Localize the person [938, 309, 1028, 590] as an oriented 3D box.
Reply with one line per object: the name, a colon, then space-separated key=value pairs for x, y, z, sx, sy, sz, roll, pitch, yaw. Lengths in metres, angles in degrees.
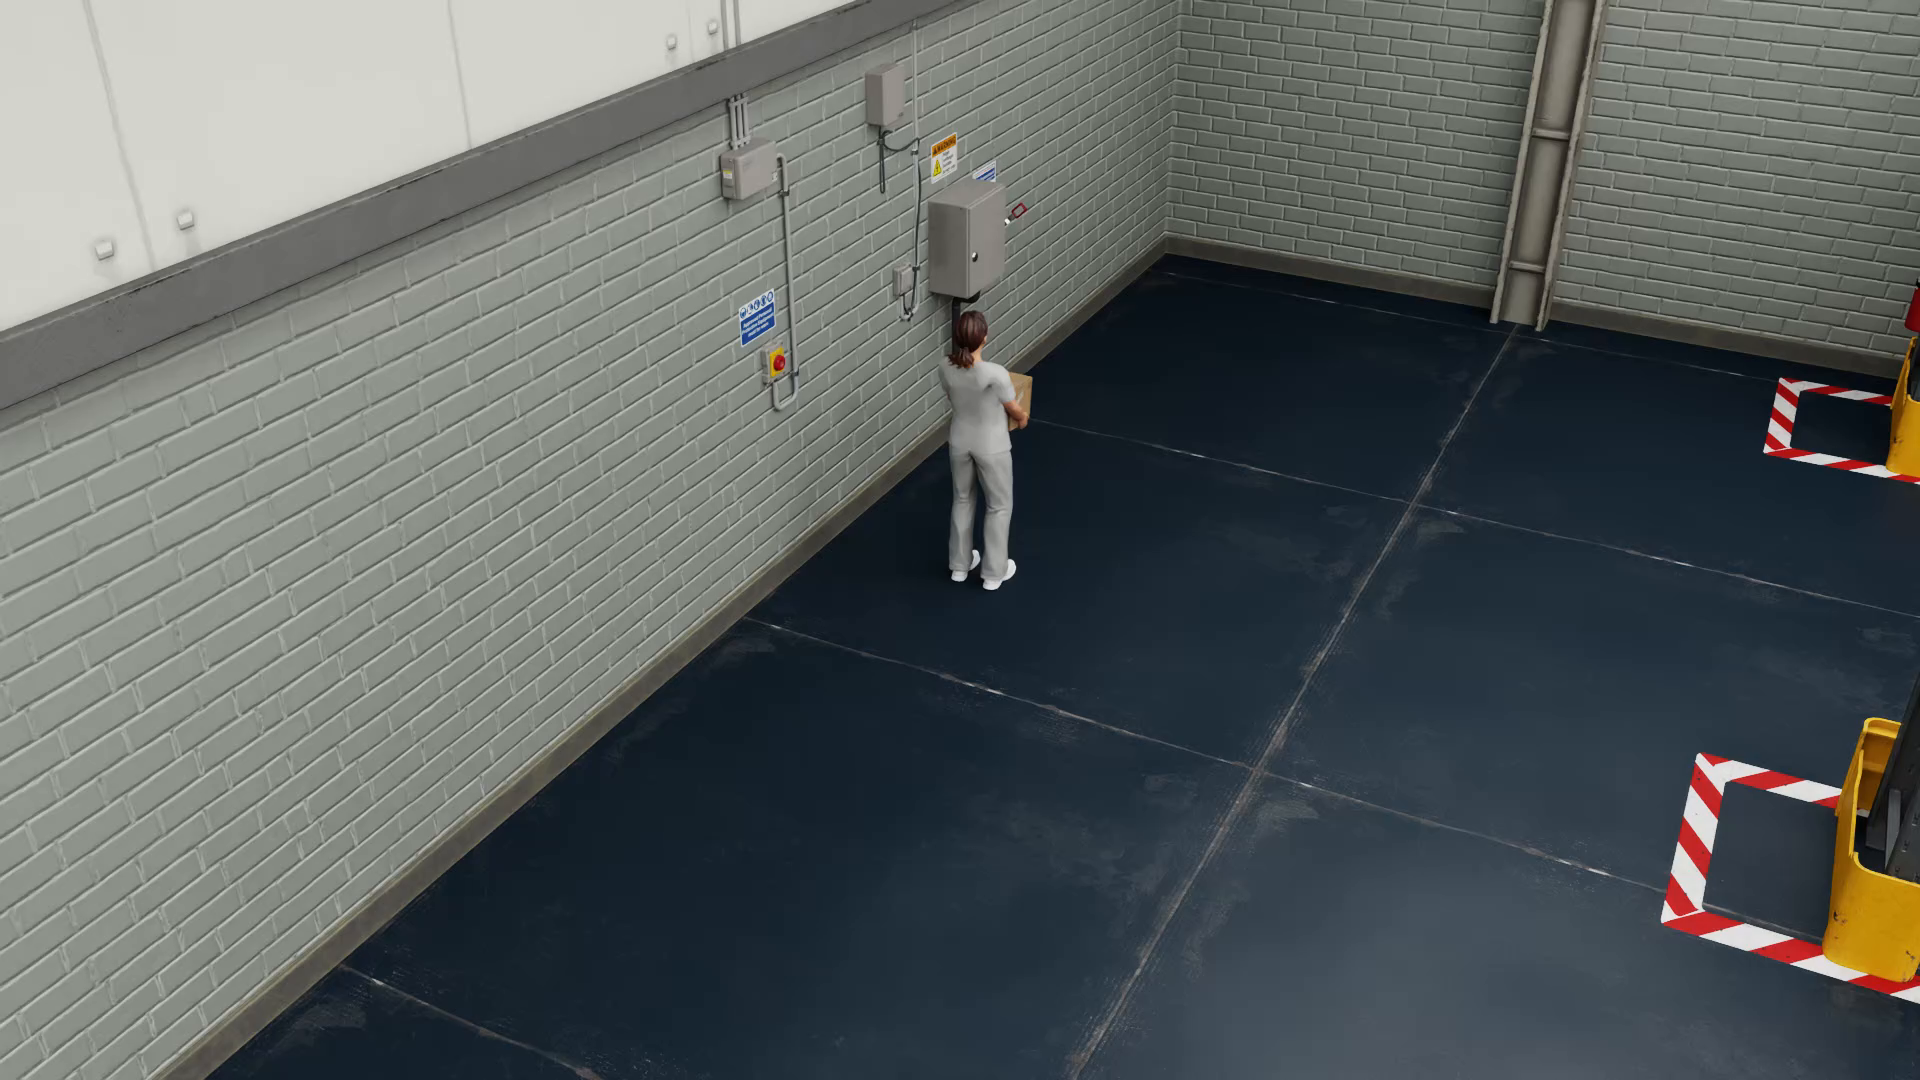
person: x=0.126 y=-0.536 z=9.213 sx=0.443 sy=1.669 sz=0.548 roll=14 pitch=33 yaw=23
